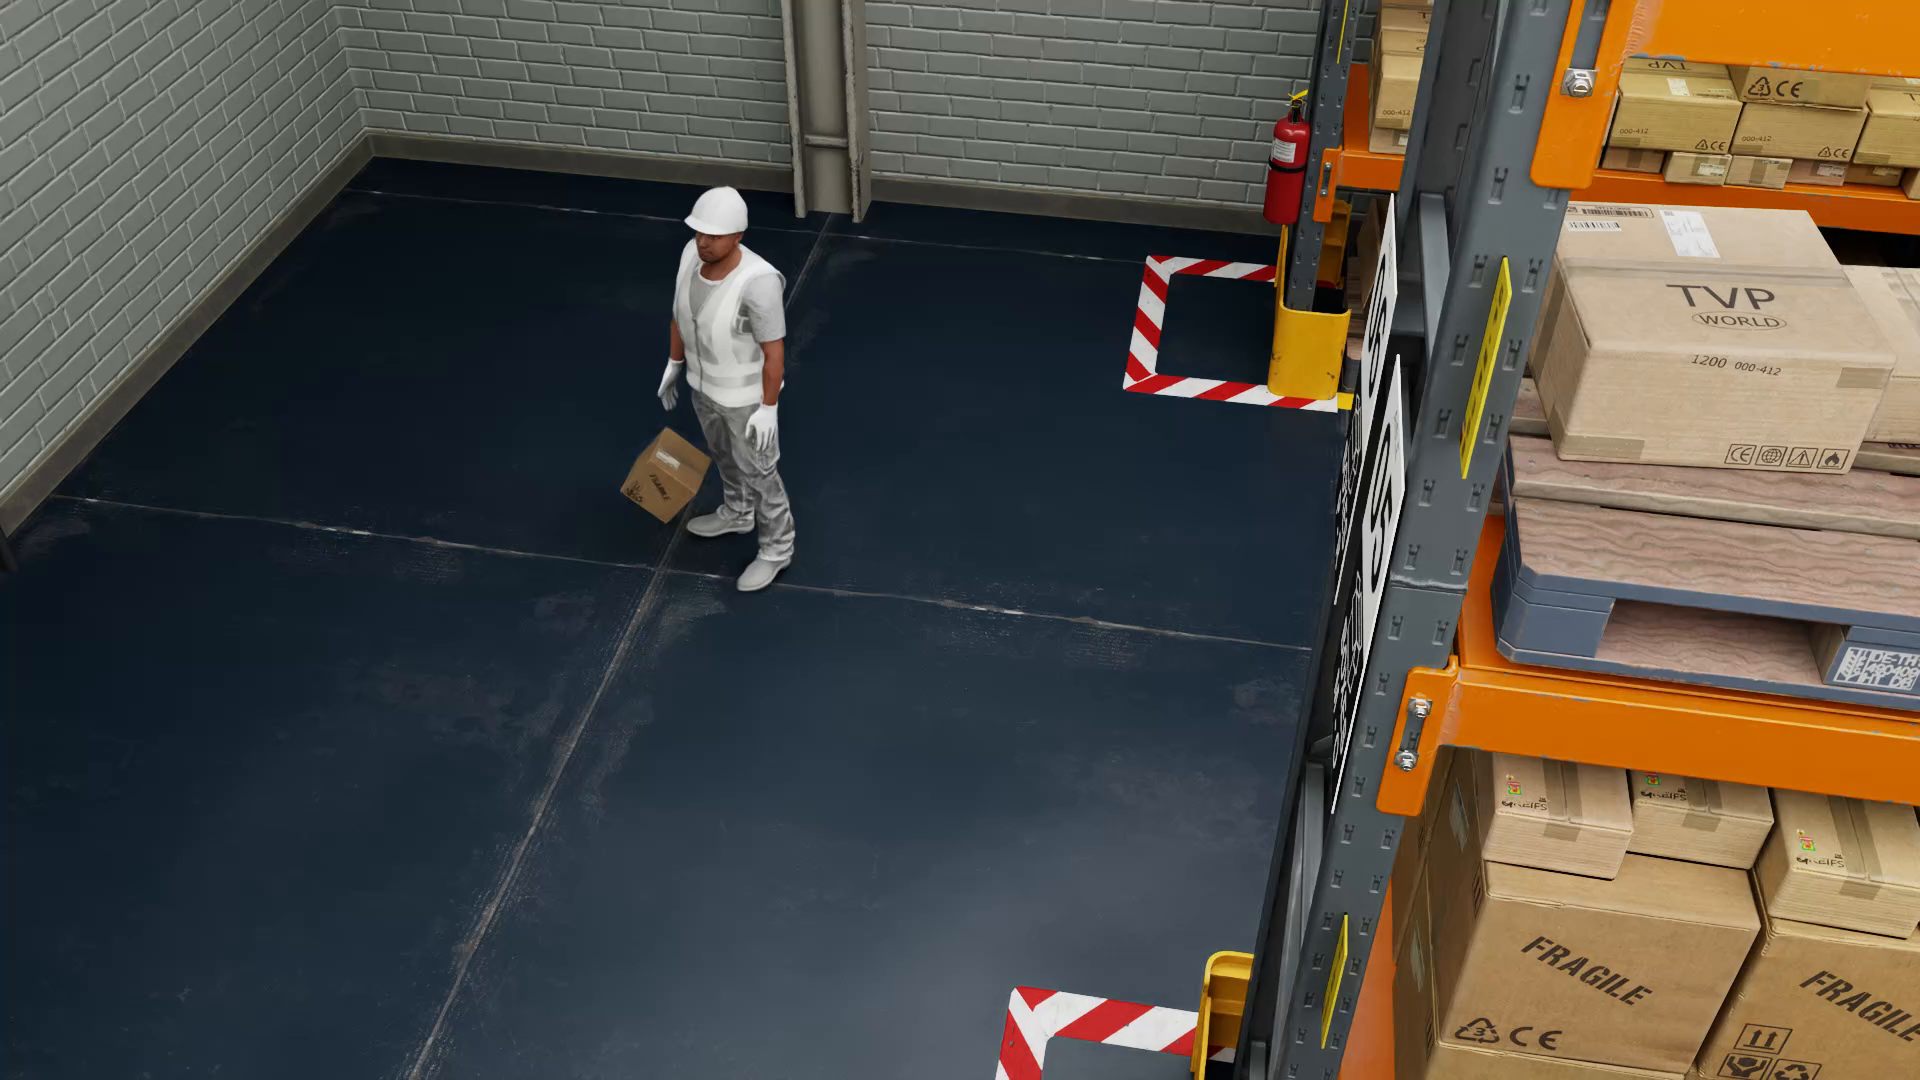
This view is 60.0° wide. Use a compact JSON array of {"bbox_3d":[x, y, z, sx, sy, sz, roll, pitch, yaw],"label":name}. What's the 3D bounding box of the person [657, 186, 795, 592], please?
[{"bbox_3d":[-0.962,-0.623,6.843,0.405,1.792,0.628,-33,50,-33],"label":"person"}]
